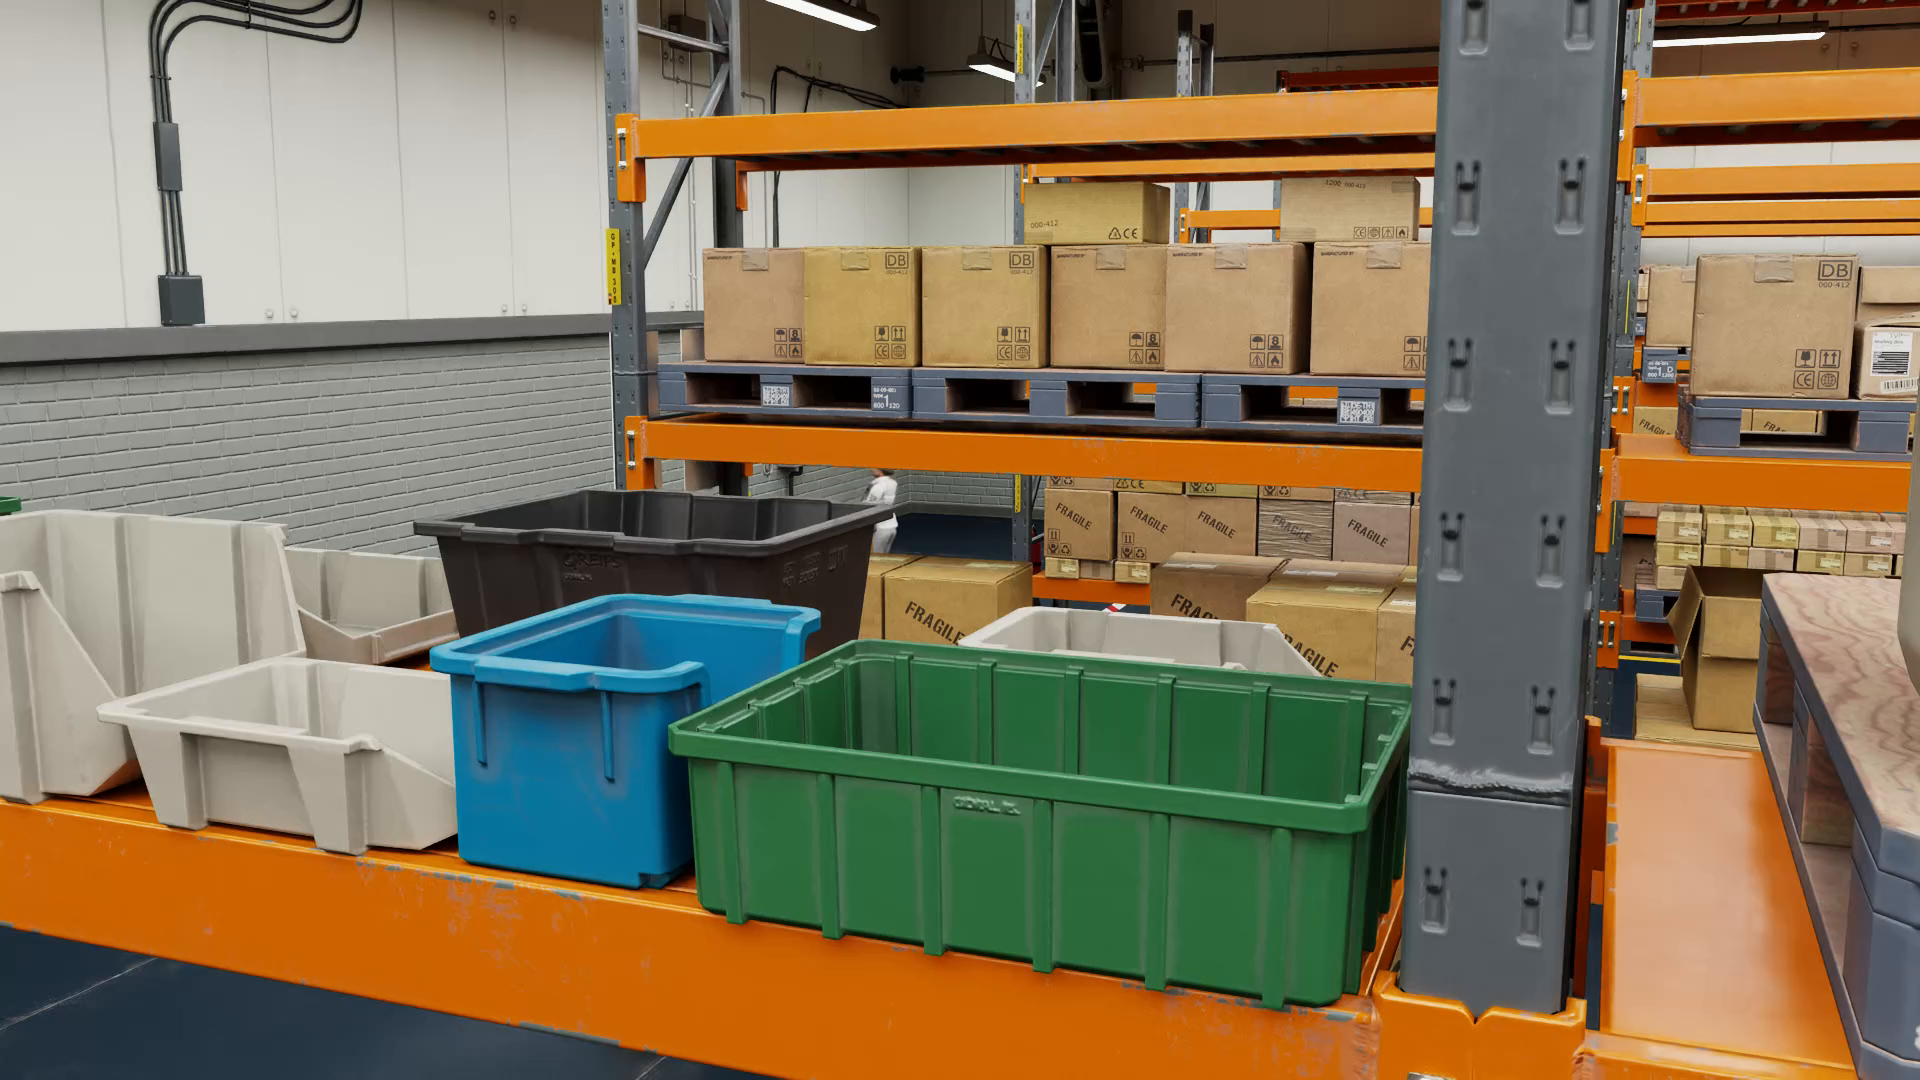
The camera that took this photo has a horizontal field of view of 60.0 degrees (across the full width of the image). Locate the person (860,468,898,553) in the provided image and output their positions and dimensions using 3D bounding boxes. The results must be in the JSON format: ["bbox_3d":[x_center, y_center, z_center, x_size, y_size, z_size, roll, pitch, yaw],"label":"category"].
[{"bbox_3d":[-0.896,-0.081,17.312,0.540,1.689,0.460,4,9,22],"label":"person"}]
